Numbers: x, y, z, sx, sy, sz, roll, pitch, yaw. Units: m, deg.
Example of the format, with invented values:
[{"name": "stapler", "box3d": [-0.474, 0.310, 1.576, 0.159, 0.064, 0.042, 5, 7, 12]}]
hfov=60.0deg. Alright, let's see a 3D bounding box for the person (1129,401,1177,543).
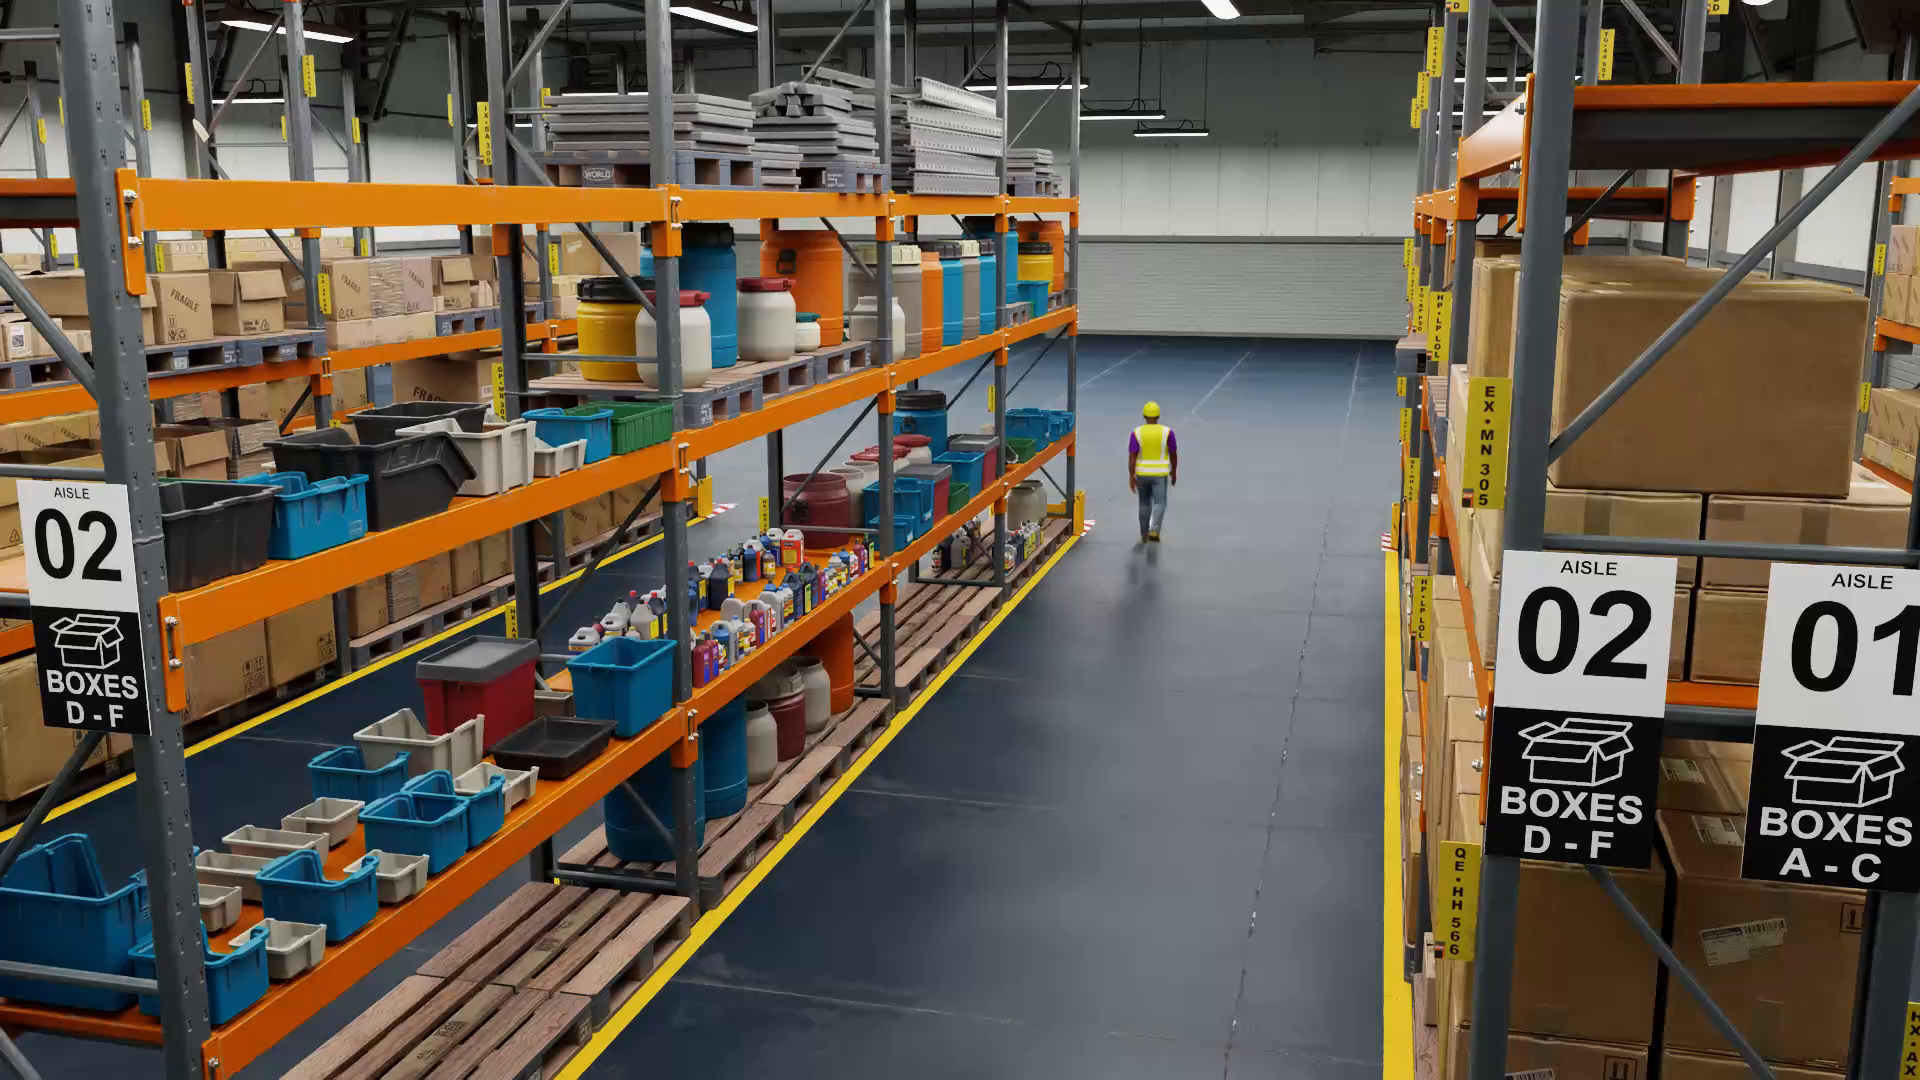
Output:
[{"name": "person", "box3d": [2.296, -0.784, 19.791, 0.565, 1.739, 0.931, 3, 12, 13]}]
